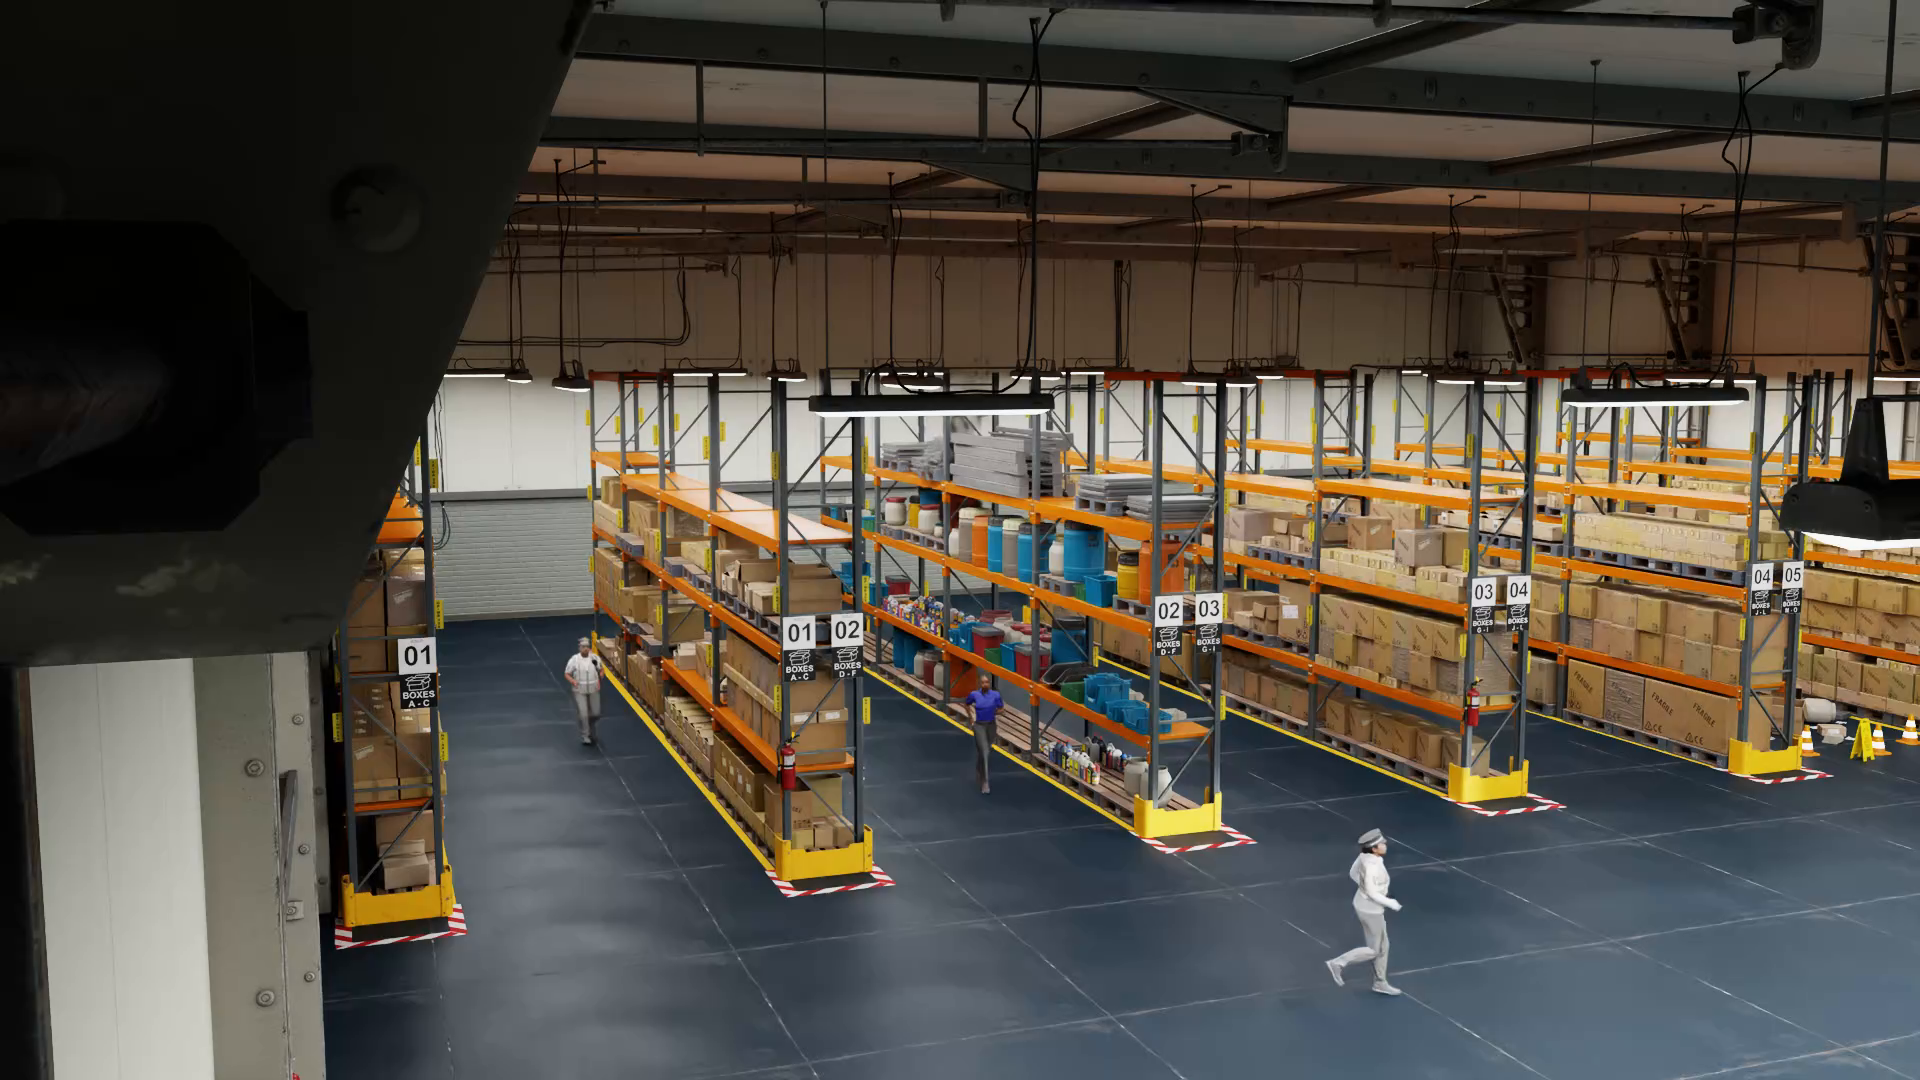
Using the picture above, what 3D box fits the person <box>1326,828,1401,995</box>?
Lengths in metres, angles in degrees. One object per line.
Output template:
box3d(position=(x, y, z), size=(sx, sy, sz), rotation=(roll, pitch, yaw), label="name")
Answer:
box3d(position=(4.005, 3.679, 16.484), size=(0.769, 1.694, 0.624), rotation=(0, 6, 2), label="person")

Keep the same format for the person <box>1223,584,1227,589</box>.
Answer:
box3d(position=(5.367, 1.551, 35.057), size=(0.720, 1.762, 0.795), rotation=(-2, 7, -21), label="person")

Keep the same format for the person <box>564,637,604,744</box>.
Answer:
box3d(position=(-6.099, 2.442, 27.125), size=(0.659, 1.732, 0.622), rotation=(-3, 7, -23), label="person")

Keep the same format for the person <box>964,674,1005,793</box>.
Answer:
box3d(position=(0.379, 2.843, 24.378), size=(0.553, 1.632, 0.771), rotation=(-2, 7, -16), label="person")
